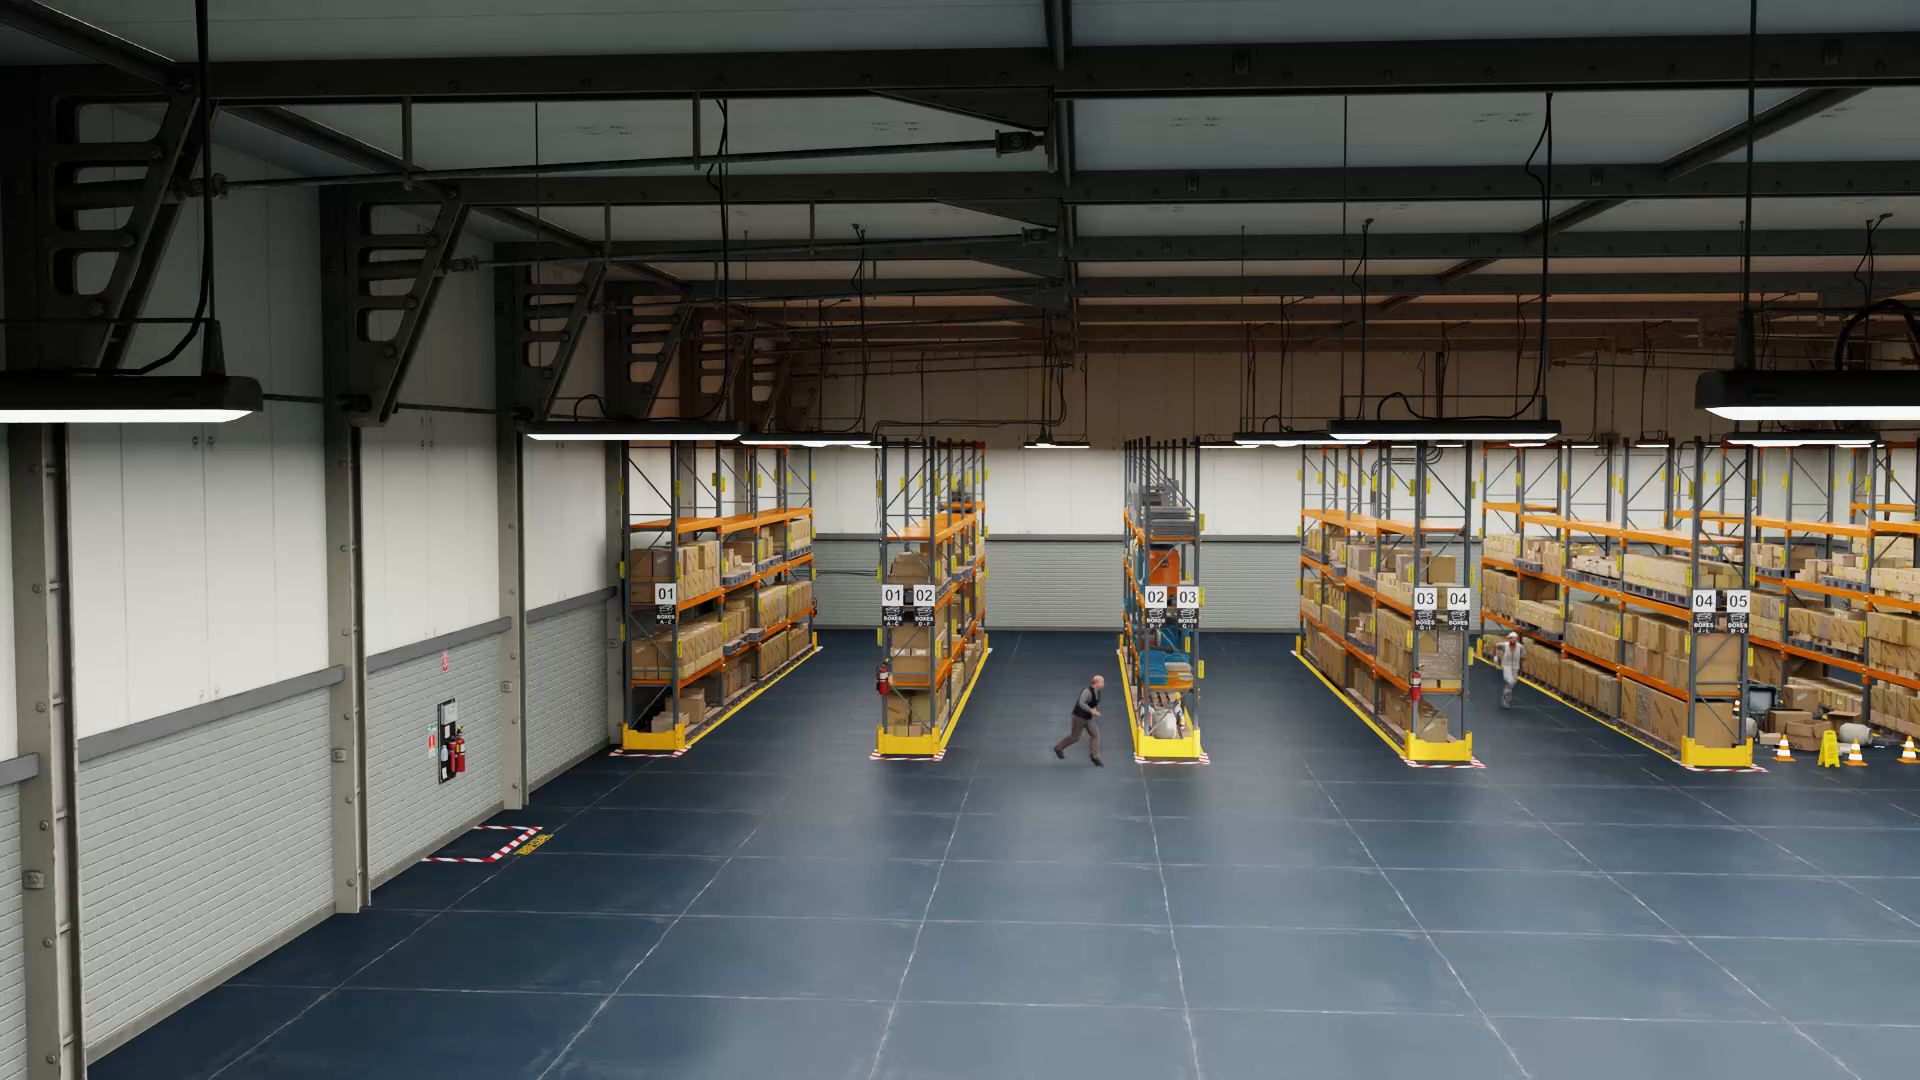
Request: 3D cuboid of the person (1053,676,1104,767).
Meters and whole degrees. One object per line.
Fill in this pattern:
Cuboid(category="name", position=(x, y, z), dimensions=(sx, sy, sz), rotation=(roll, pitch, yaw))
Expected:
Cuboid(category="person", position=(2.185, 3.292, 30.418), dimensions=(1.007, 1.682, 0.692), rotation=(1, 3, 25))

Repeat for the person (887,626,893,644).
Cuboid(category="person", position=(-1.616, 2.655, 43.603), dimensions=(0.633, 1.490, 0.812), rotation=(-1, 3, -12))

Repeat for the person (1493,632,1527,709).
Cuboid(category="person", position=(12.175, 2.871, 36.822), dimensions=(0.643, 1.723, 0.924), rotation=(0, 3, -2))
